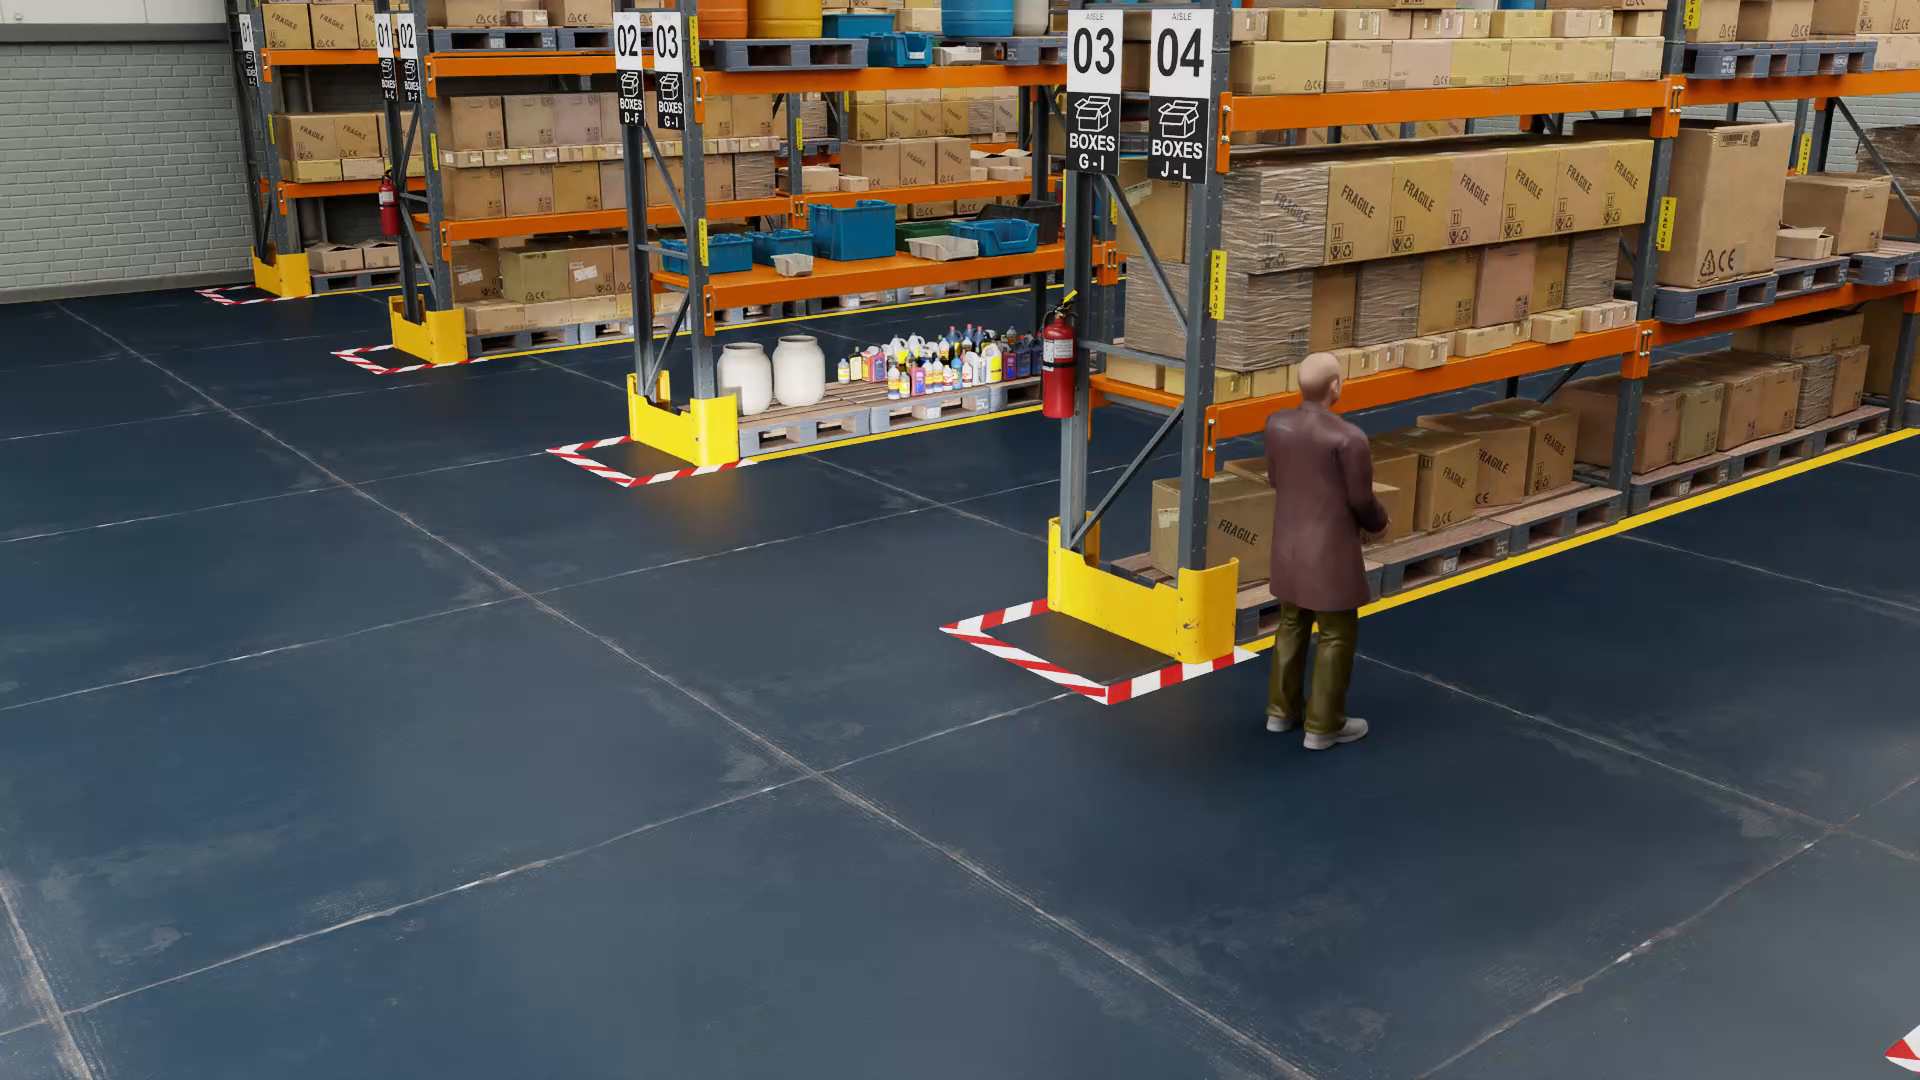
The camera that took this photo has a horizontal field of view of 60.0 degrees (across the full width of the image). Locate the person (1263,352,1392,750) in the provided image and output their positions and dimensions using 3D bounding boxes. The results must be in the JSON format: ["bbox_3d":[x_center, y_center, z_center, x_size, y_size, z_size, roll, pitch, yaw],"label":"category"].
[{"bbox_3d":[1.664,0.023,7.487,0.527,1.781,0.554,-14,22,-37],"label":"person"}]
